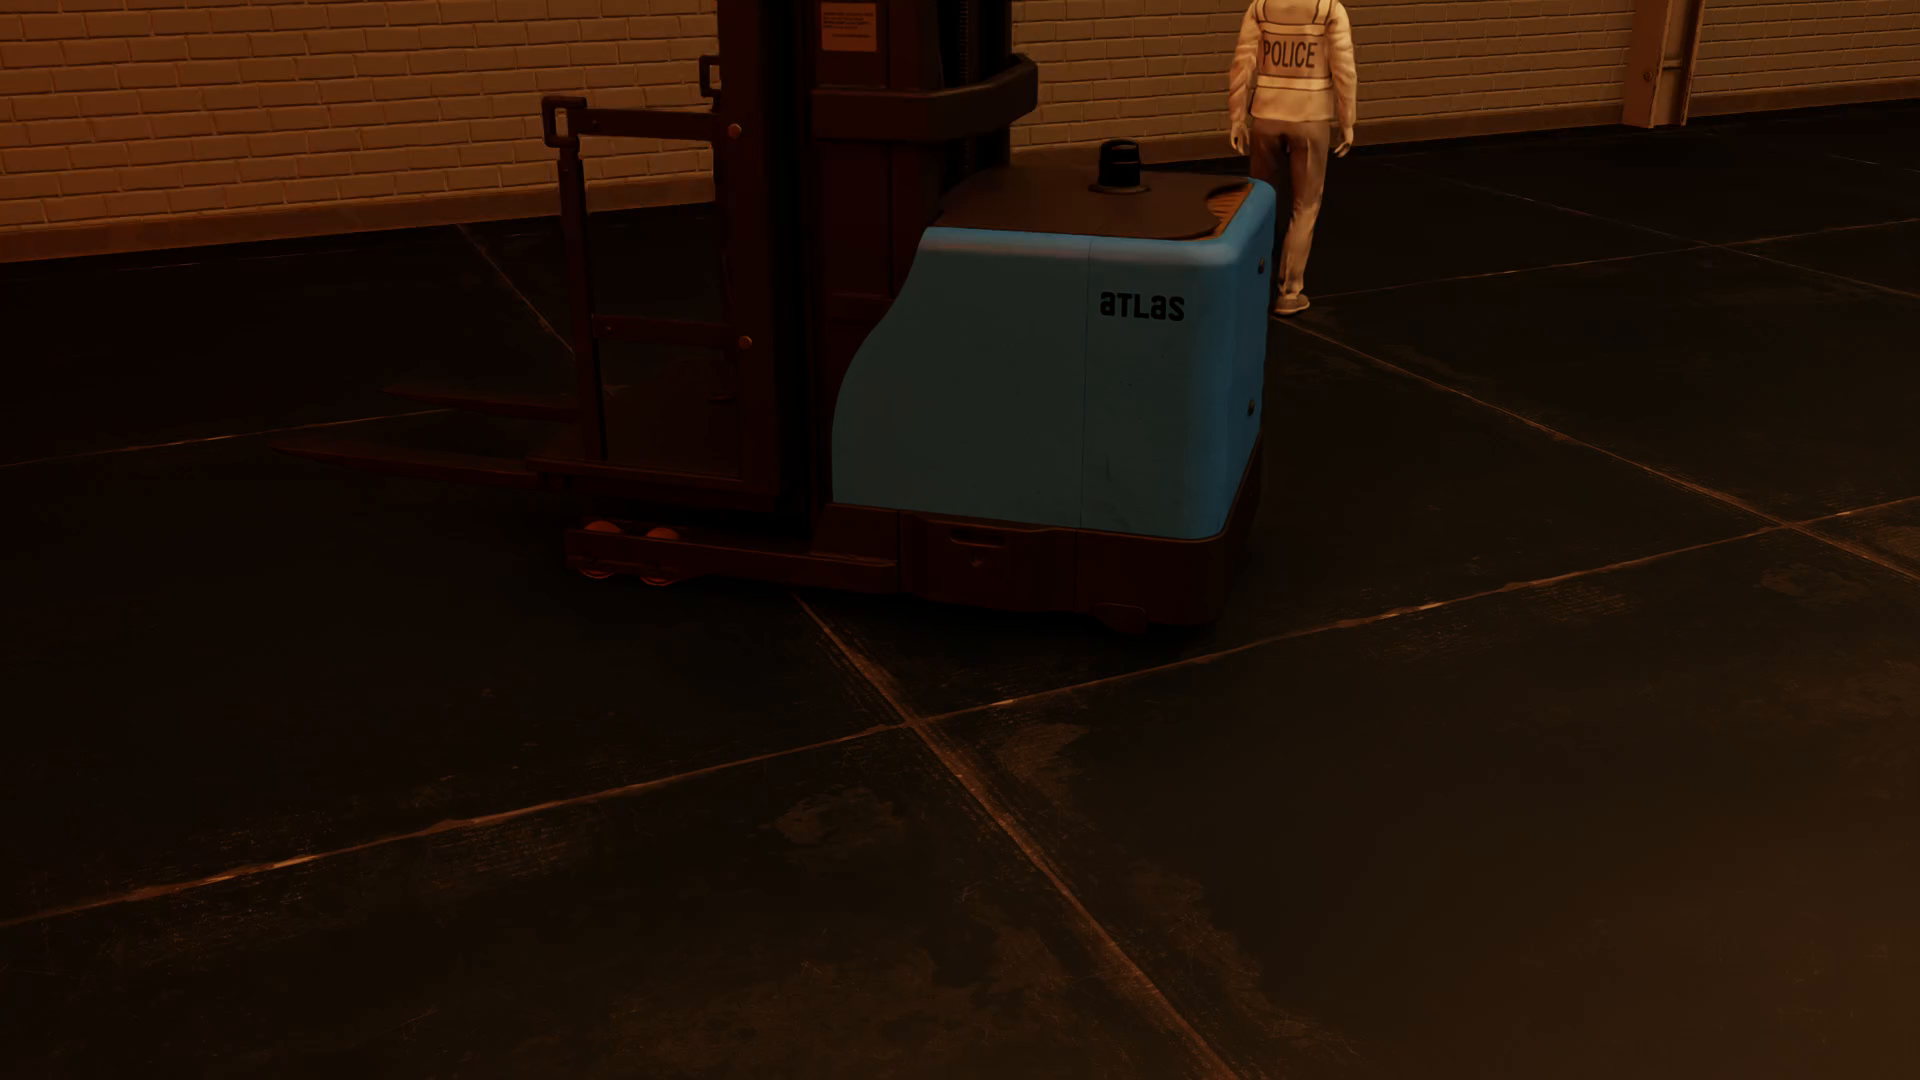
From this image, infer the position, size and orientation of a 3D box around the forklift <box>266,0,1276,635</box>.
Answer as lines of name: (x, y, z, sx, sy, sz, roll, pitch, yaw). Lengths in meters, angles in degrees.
forklift: (-0.642, -1.406, 4.670, 3.031, 2.935, 1.130, 6, 23, 15)

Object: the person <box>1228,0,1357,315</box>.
person: (1.501, -1.852, 7.464, 0.573, 1.701, 0.506, 12, 26, 27)
